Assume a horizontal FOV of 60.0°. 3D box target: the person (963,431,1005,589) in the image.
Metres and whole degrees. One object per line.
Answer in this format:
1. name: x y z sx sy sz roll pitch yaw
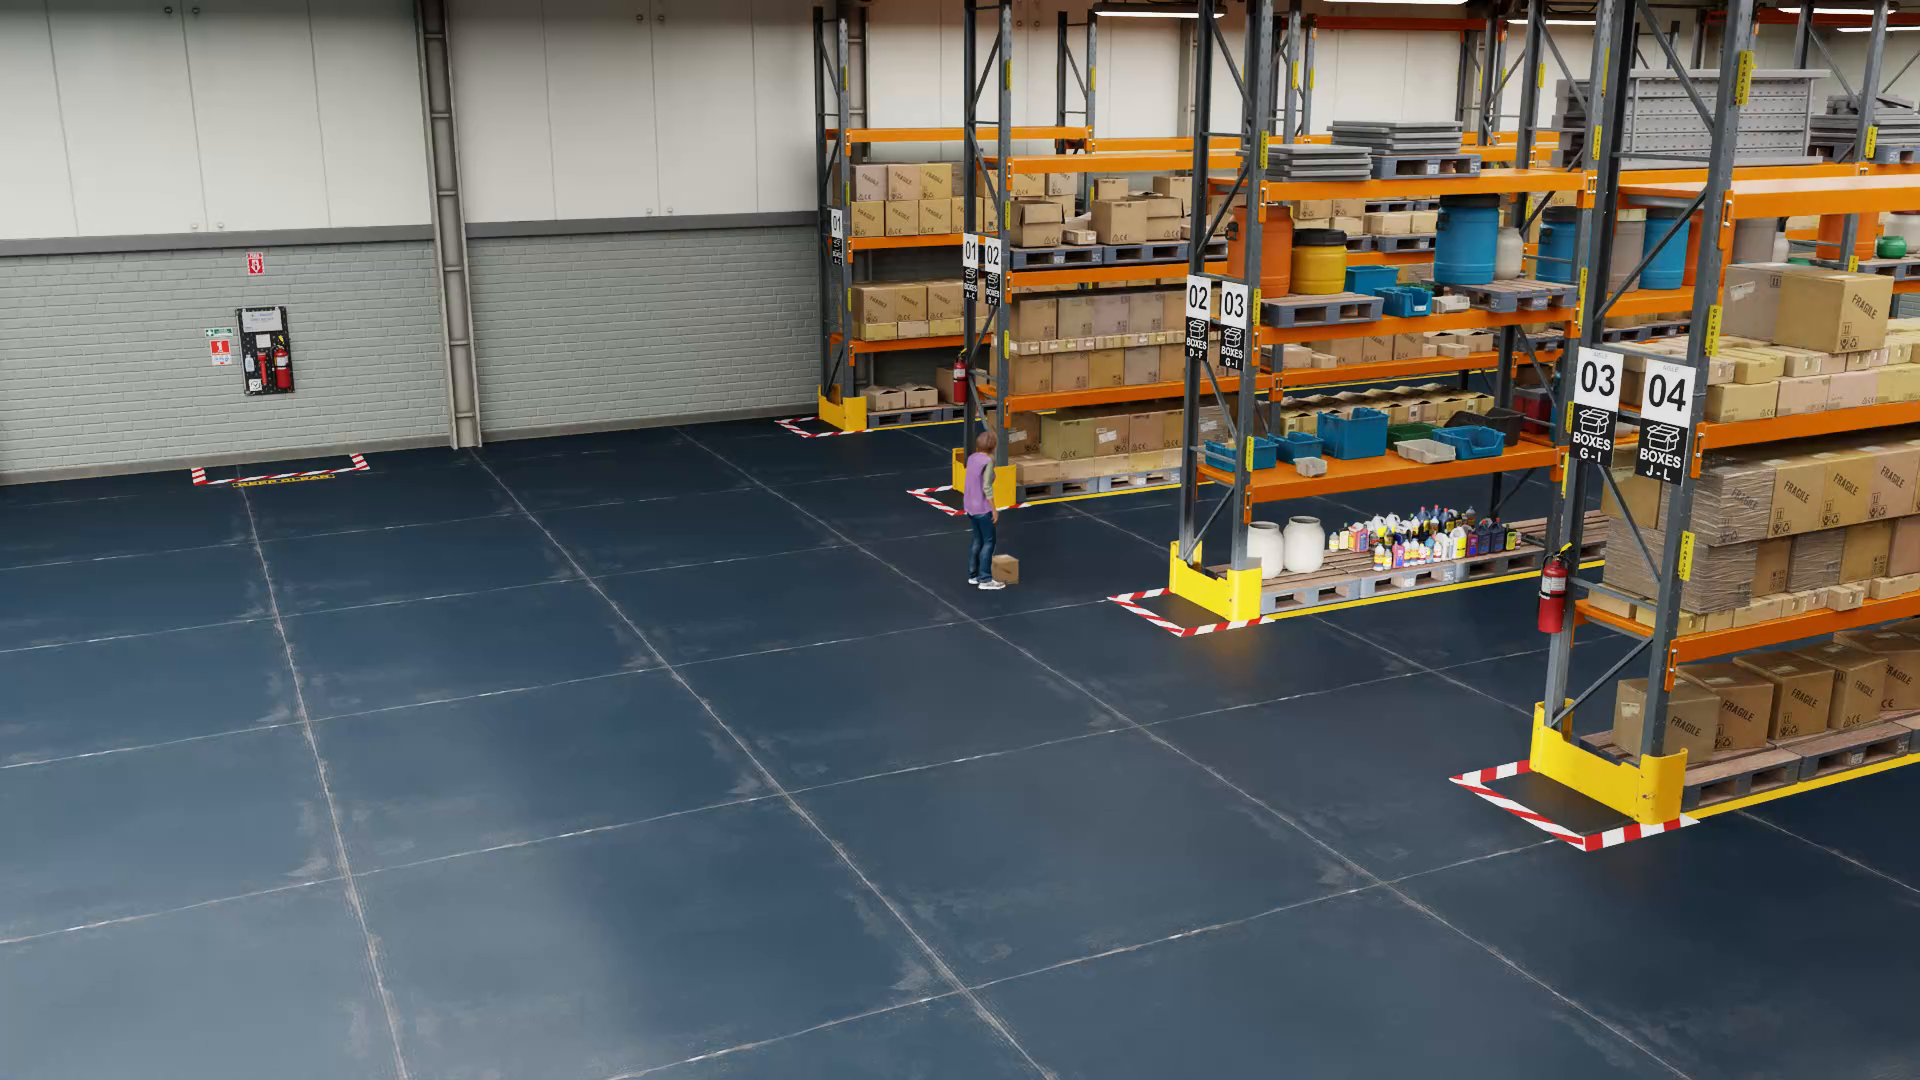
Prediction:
1. person: 0.224 -0.305 16.839 0.343 1.591 0.464 -8 17 -27
